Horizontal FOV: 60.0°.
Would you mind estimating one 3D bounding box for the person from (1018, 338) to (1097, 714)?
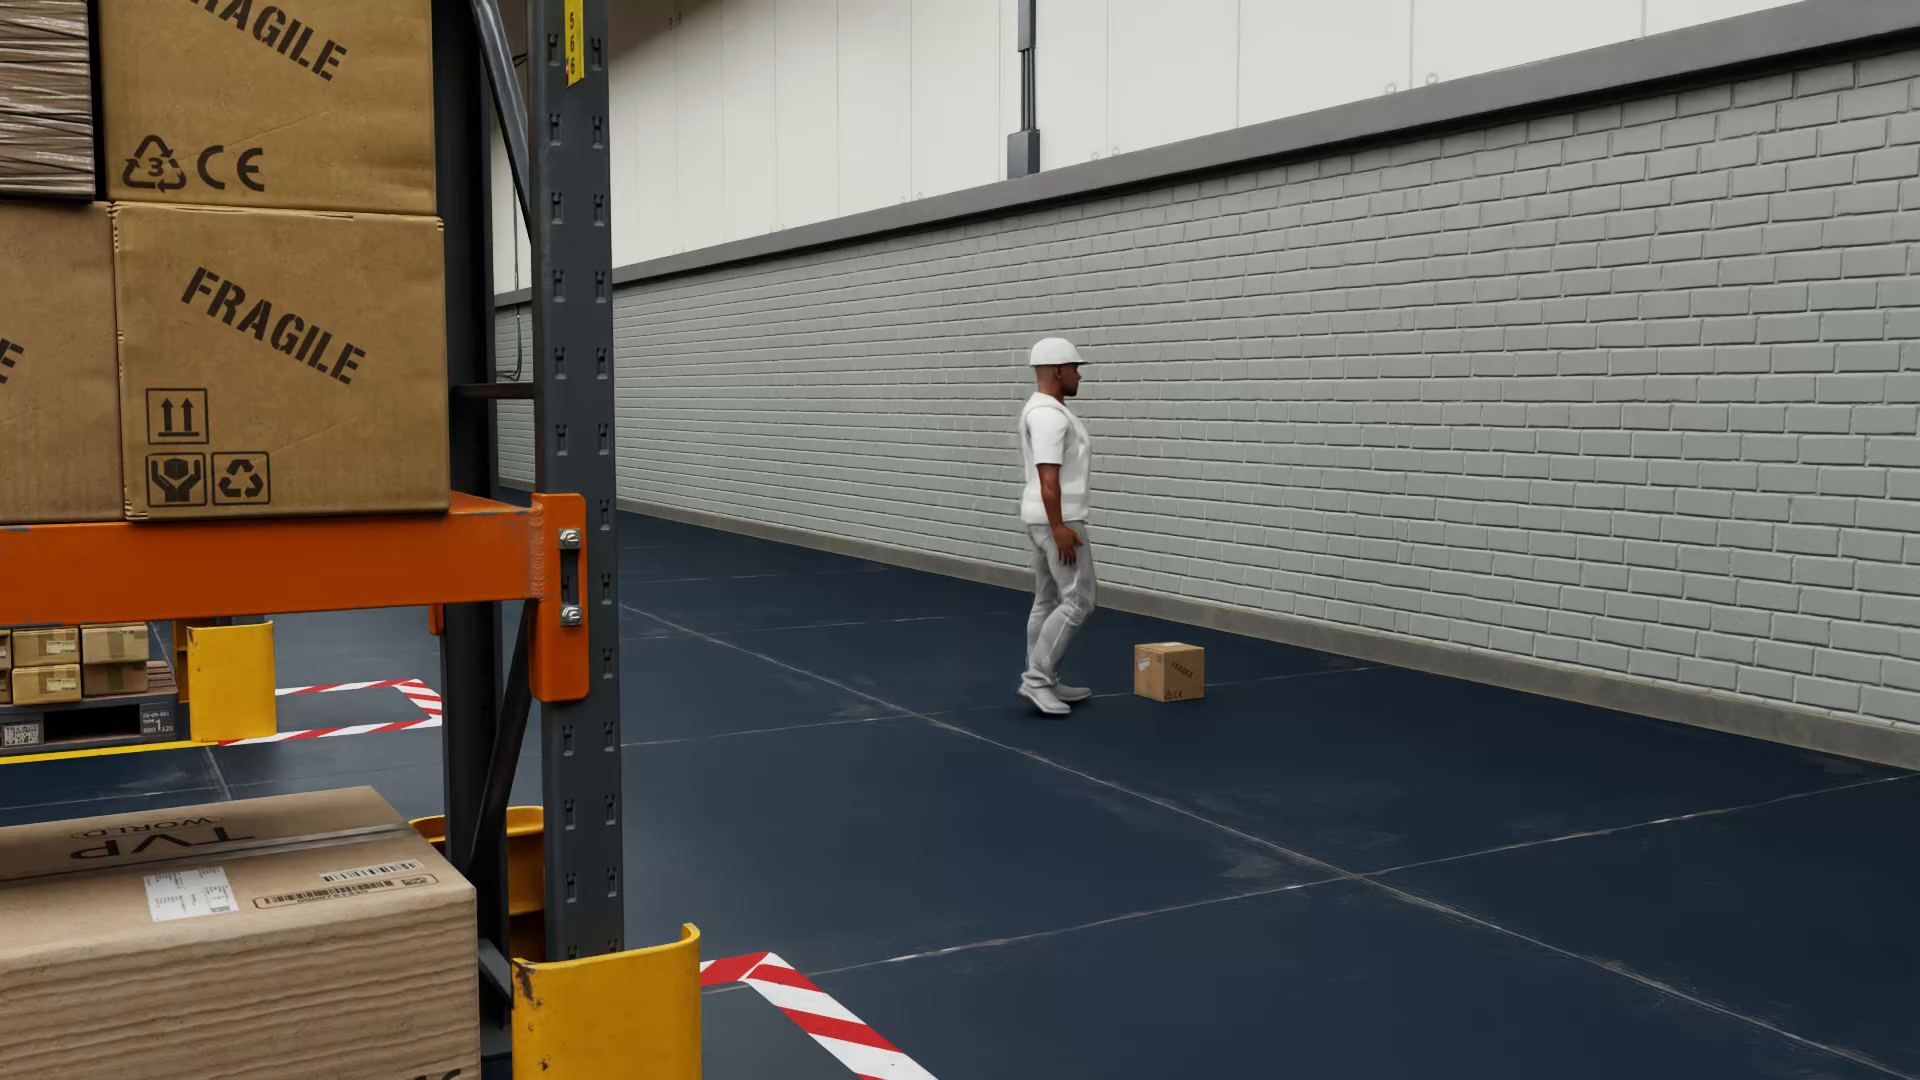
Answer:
[{"bbox_3d":[0.458,-0.080,7.960,0.386,1.761,0.666,0,5,-3],"label":"person"}]
